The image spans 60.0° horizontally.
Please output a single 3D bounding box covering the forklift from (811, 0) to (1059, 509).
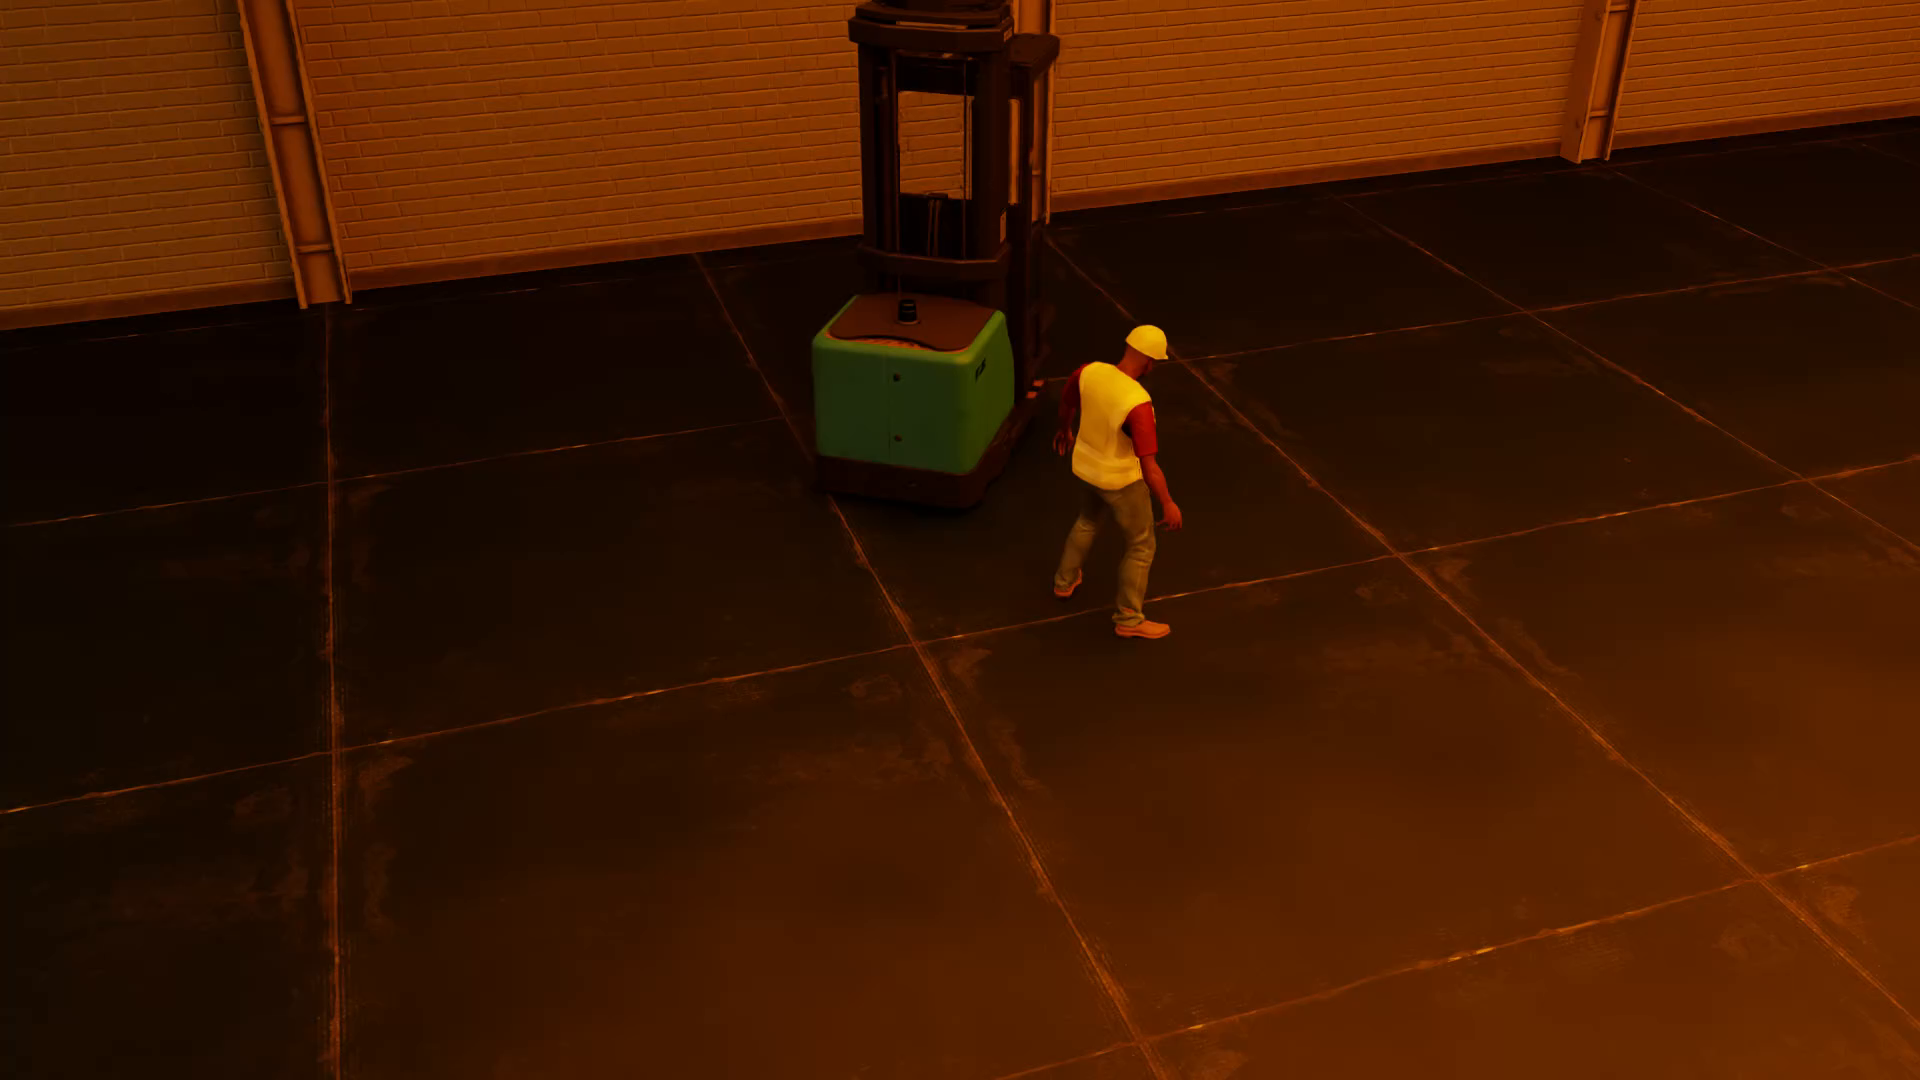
[{"bbox_3d":[-0.007,-2.183,10.880,1.130,2.935,3.031,8,31,14],"label":"forklift"}]

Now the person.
[{"bbox_3d":[0.865,-0.364,8.959,0.435,1.716,0.970,-19,35,-30],"label":"person"}]
